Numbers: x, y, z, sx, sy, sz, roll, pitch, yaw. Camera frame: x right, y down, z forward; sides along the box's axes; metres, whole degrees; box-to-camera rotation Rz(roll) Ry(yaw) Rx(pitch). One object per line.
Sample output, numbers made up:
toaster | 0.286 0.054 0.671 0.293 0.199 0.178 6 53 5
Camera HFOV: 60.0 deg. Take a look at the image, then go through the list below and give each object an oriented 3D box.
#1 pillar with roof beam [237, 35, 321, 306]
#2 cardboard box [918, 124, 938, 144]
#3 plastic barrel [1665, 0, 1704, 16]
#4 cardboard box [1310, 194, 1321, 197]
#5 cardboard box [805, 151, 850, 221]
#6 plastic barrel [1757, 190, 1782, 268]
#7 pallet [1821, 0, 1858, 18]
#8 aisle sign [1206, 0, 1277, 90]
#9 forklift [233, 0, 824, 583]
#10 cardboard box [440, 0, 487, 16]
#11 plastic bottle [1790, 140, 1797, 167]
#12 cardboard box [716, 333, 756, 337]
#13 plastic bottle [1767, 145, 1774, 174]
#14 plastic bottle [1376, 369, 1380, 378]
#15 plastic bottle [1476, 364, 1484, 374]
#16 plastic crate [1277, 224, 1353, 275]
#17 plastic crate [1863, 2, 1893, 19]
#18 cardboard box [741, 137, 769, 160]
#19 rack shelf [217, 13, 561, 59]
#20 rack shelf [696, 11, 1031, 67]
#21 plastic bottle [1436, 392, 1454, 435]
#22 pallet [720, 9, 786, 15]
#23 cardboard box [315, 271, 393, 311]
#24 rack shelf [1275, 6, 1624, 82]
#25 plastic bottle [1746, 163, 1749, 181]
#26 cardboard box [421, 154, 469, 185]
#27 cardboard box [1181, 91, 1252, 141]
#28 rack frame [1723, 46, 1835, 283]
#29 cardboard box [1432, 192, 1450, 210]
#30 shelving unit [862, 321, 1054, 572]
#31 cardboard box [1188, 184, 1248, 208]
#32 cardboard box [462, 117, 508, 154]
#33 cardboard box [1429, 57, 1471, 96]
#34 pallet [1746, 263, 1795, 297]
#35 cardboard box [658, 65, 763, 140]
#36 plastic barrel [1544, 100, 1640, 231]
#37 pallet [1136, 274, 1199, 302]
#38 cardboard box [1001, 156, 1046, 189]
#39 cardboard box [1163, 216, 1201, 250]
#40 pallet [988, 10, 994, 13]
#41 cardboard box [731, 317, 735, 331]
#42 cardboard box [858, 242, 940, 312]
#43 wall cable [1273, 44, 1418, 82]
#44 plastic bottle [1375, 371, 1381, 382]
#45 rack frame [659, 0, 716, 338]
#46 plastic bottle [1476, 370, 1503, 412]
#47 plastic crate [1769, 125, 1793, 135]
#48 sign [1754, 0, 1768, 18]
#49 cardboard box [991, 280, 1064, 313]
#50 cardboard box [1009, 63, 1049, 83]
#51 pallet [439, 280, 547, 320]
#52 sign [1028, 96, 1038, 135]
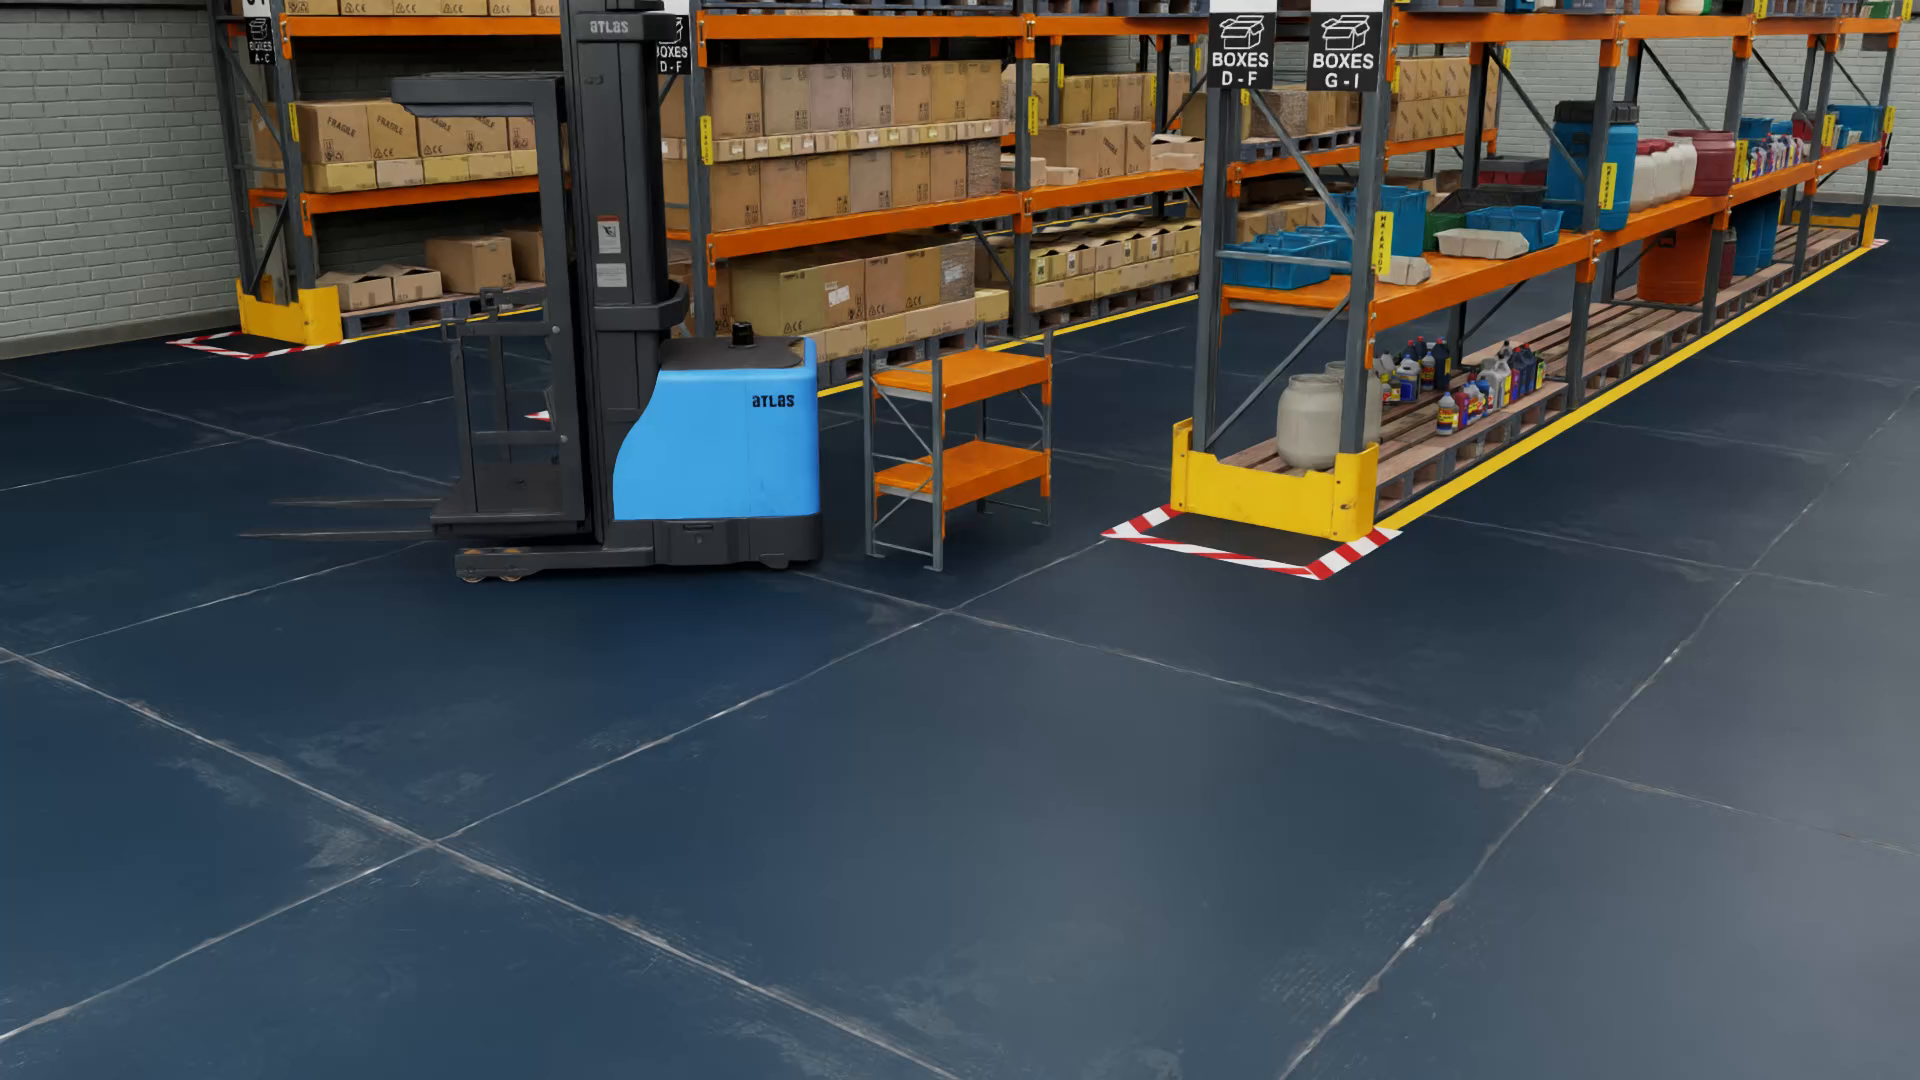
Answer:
pillar with roof beam | -2.993 -5.705 12.440 9.100 9.000 0.400 12 21 35
cardboard box | -0.406 -3.372 13.782 0.380 0.149 0.250 12 21 34
plastic barrel | 5.981 -4.458 13.716 0.301 0.262 0.301 0 17 0
cardboard box | 4.593 -3.996 20.528 0.500 0.500 0.500 13 21 35
cardboard box | -1.294 -2.806 13.054 0.700 0.500 0.500 13 21 35
plastic barrel | 8.596 -3.460 18.158 0.600 0.901 0.708 12 21 35
pallet | 8.546 -5.527 17.243 1.213 0.211 1.003 12 21 35
aisle sign | 1.503 -2.807 8.841 0.394 0.787 0.004 12 21 35
forklift | -2.264 -1.345 8.632 3.031 2.935 1.130 -1 17 -4
cardboard box | -4.815 -5.183 15.617 0.500 0.500 0.500 14 22 38
plastic bottle | 8.741 -4.091 17.569 0.152 0.276 0.135 12 21 35
cardboard box | -1.694 -1.382 12.565 0.500 0.250 0.500 12 21 35
plastic bottle | 8.121 -3.824 16.697 0.061 0.283 0.133 12 21 35
plastic bottle | 2.781 -1.043 11.394 0.152 0.276 0.135 12 21 33
plastic bottle | 3.611 -1.081 11.504 0.061 0.283 0.133 12 21 35
plastic crate | 2.234 -1.785 10.184 0.499 0.251 0.408 12 21 35
plastic crate | 10.959 -6.387 20.052 0.450 0.188 0.336 12 21 35
cardboard box | -1.630 -2.883 12.206 0.380 0.149 0.250 12 21 33
rack shelf | -4.981 -4.846 15.946 1.077 0.370 4.000 12 21 35
rack shelf | -1.000 -3.972 13.130 1.077 0.370 4.000 12 21 35
plastic bottle | 3.115 -0.814 10.666 0.097 0.271 0.097 0 17 0
pallet | -2.720 -5.952 18.612 1.213 0.211 1.003 12 21 35
cardboard box | -5.688 -2.356 15.564 0.500 0.311 0.500 10 20 29
rack shelf | 2.976 -3.095 10.309 1.077 0.370 4.000 12 21 35
plastic bottle | 7.514 -3.551 15.957 0.097 0.201 0.097 0 17 0
cardboard box | -5.020 -3.525 15.757 0.500 0.250 0.500 12 21 34
cardboard box | 2.860 -4.730 18.541 0.700 0.500 0.500 5 18 16
rack frame | 8.934 -4.388 18.317 1.000 3.000 0.127 12 21 35
cardboard box | 6.625 -4.720 23.280 0.500 0.250 0.500 12 21 35
shelving unit | 0.004 -0.539 9.082 0.538 1.125 1.048 12 21 35
cardboard box | 2.974 -3.965 19.161 0.500 0.250 0.500 13 22 37
cardboard box | -4.733 -4.000 16.023 0.500 0.500 0.500 13 22 36
cardboard box | 6.692 -6.343 22.757 0.500 0.500 0.500 13 22 36
pallet | 8.441 -2.880 18.162 1.003 0.211 1.213 12 21 35
cardboard box | -1.872 -3.195 12.119 0.700 0.500 0.500 13 21 35
plastic barrel | 4.641 -2.761 12.231 0.600 0.901 0.708 12 21 35
pallet | 2.053 -2.791 17.875 1.003 0.211 1.213 12 21 35
cardboard box | 0.450 -3.412 15.427 0.500 0.250 0.500 14 22 38
cardboard box | 2.461 -3.299 17.791 0.500 0.311 0.500 13 22 36
pallet | 0.471 -7.253 22.807 0.805 0.209 1.217 11 21 33
cardboard box | -1.821 -1.595 13.250 0.500 0.250 0.500 12 21 35
cardboard box | -0.511 -2.219 13.994 0.500 0.500 0.500 12 21 35
wall cable | 7.018 -9.758 30.728 3.097 2.526 0.112 12 21 35
plastic bottle | 2.784 -0.994 11.226 0.061 0.283 0.133 12 21 35
rack frame | -2.192 -2.406 11.935 1.000 3.000 0.127 12 21 35
plastic bottle | 3.608 -1.027 11.345 0.152 0.276 0.135 13 21 36
plastic crate | 9.943 -4.904 20.159 0.416 0.233 0.300 12 21 35
sign | 6.997 -4.723 14.512 0.100 0.325 0.005 12 21 35
cardboard box | 0.631 -2.299 15.516 0.500 0.250 0.500 12 21 33
cardboard box | 0.905 -6.540 23.277 0.500 0.250 0.500 13 22 36
pallet | -4.887 -2.444 16.757 1.003 0.211 1.213 12 21 35
sign | 0.638 -3.713 14.548 0.100 0.325 0.005 12 21 35
